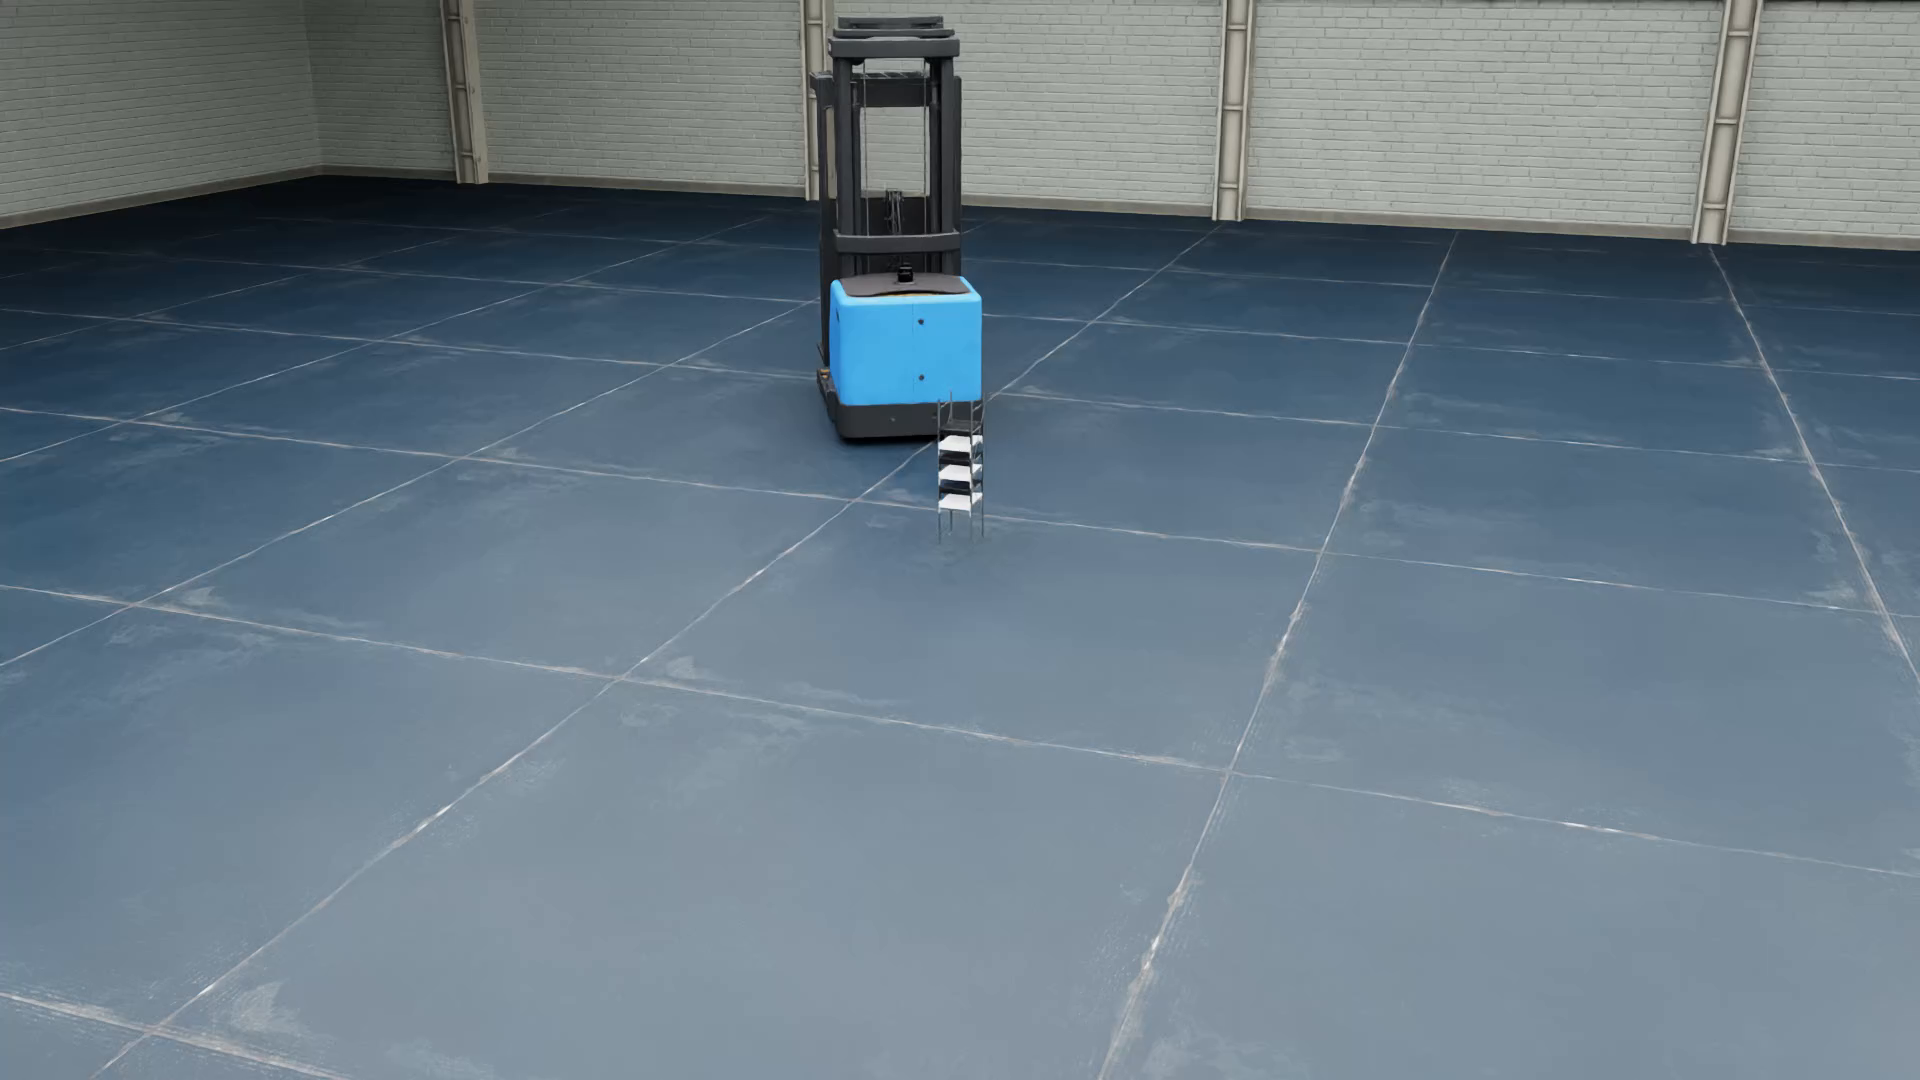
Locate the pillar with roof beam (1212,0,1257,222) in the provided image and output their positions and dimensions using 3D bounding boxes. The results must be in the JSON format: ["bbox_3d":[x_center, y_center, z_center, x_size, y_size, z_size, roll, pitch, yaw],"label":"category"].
[{"bbox_3d":[2.230,-7.263,17.242,0.400,9.000,9.100,7,20,18],"label":"pillar with roof beam"}]

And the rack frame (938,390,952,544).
[{"bbox_3d":[-0.088,-0.435,9.957,0.006,0.900,0.240,7,20,18],"label":"rack frame"}]

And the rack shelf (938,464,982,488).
[{"bbox_3d":[0.008,-0.393,9.937,0.200,0.077,0.258,7,20,18],"label":"rack shelf"}]

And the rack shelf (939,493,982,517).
[{"bbox_3d":[0.008,-0.223,9.996,0.200,0.077,0.258,7,20,18],"label":"rack shelf"}]

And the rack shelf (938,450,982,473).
[{"bbox_3d":[0.008,-0.478,9.907,0.200,0.077,0.258,7,20,18],"label":"rack shelf"}]

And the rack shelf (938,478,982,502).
[{"bbox_3d":[0.008,-0.308,9.966,0.200,0.077,0.258,7,20,18],"label":"rack shelf"}]

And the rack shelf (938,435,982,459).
[{"bbox_3d":[0.008,-0.563,9.877,0.200,0.077,0.258,7,20,18],"label":"rack shelf"}]

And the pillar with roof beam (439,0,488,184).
[{"bbox_3d":[-9.106,-8.560,20.960,0.400,9.000,9.100,7,20,18],"label":"pillar with roof beam"}]

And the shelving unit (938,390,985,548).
[{"bbox_3d":[0.008,-0.424,9.926,0.210,0.900,0.258,7,20,18],"label":"shelving unit"}]

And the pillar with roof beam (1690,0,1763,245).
[{"bbox_3d":[7.898,-6.615,15.383,0.400,9.000,9.100,7,20,18],"label":"pillar with roof beam"}]

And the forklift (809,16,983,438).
[{"bbox_3d":[-0.571,-2.564,12.979,1.130,2.935,3.031,-3,19,-9],"label":"forklift"}]

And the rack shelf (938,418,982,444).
[{"bbox_3d":[0.008,-0.648,9.848,0.200,0.077,0.258,7,20,18],"label":"rack shelf"}]

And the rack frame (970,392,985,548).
[{"bbox_3d":[0.104,-0.413,9.894,0.006,0.900,0.240,7,20,18],"label":"rack frame"}]

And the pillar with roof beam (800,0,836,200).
[{"bbox_3d":[-3.438,-7.911,19.101,0.400,9.000,9.100,7,20,18],"label":"pillar with roof beam"}]
